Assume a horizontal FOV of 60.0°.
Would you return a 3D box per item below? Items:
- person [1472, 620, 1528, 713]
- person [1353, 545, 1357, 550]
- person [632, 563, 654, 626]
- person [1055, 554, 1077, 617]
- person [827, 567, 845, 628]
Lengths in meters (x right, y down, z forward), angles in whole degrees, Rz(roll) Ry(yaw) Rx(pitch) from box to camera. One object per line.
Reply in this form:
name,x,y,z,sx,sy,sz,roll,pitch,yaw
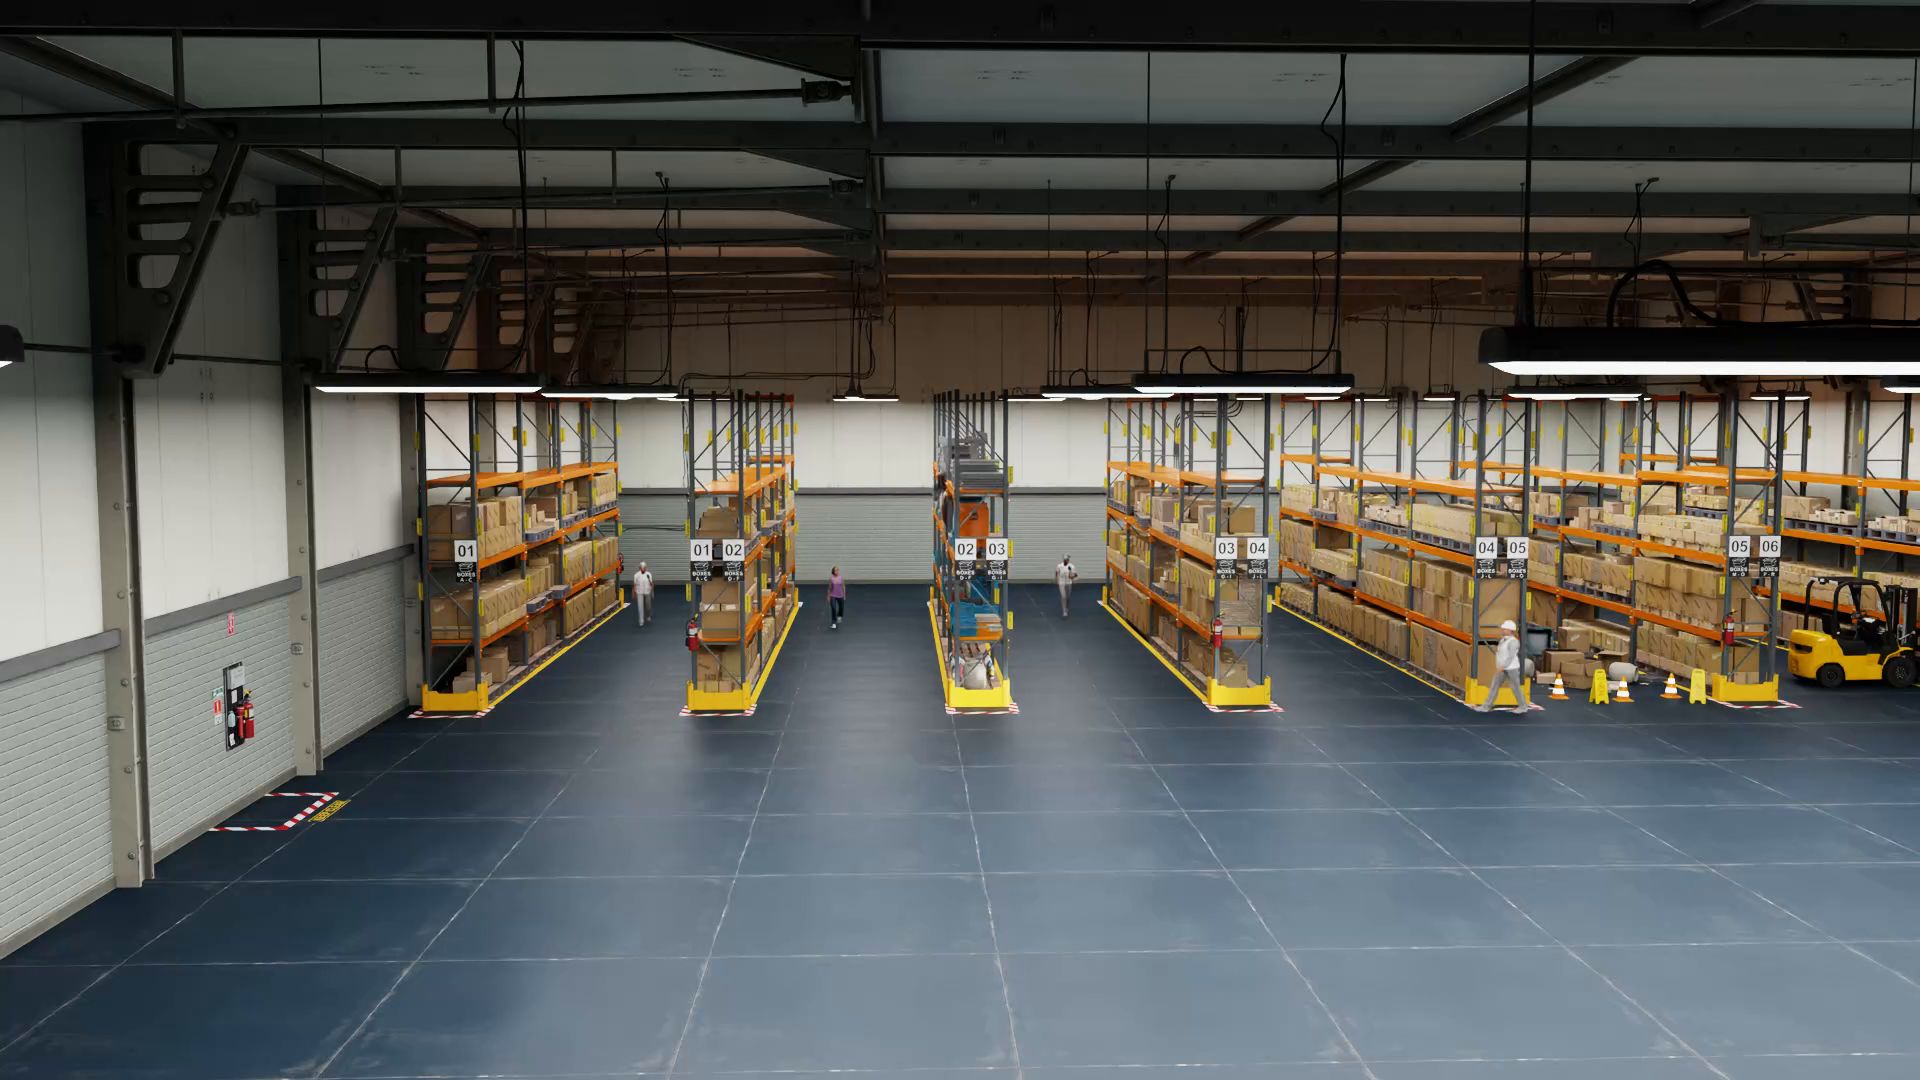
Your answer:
person,10.007,2.343,30.606,0.988,1.721,0.547,-1,5,-16
person,11.198,0.986,47.484,0.524,1.776,0.601,3,5,30
person,-8.228,1.387,43.145,0.568,1.615,0.881,-1,5,-12
person,2.879,1.200,44.936,0.588,1.641,1.006,0,5,-2
person,-3.183,1.470,42.655,0.475,1.533,0.637,-1,5,-9
